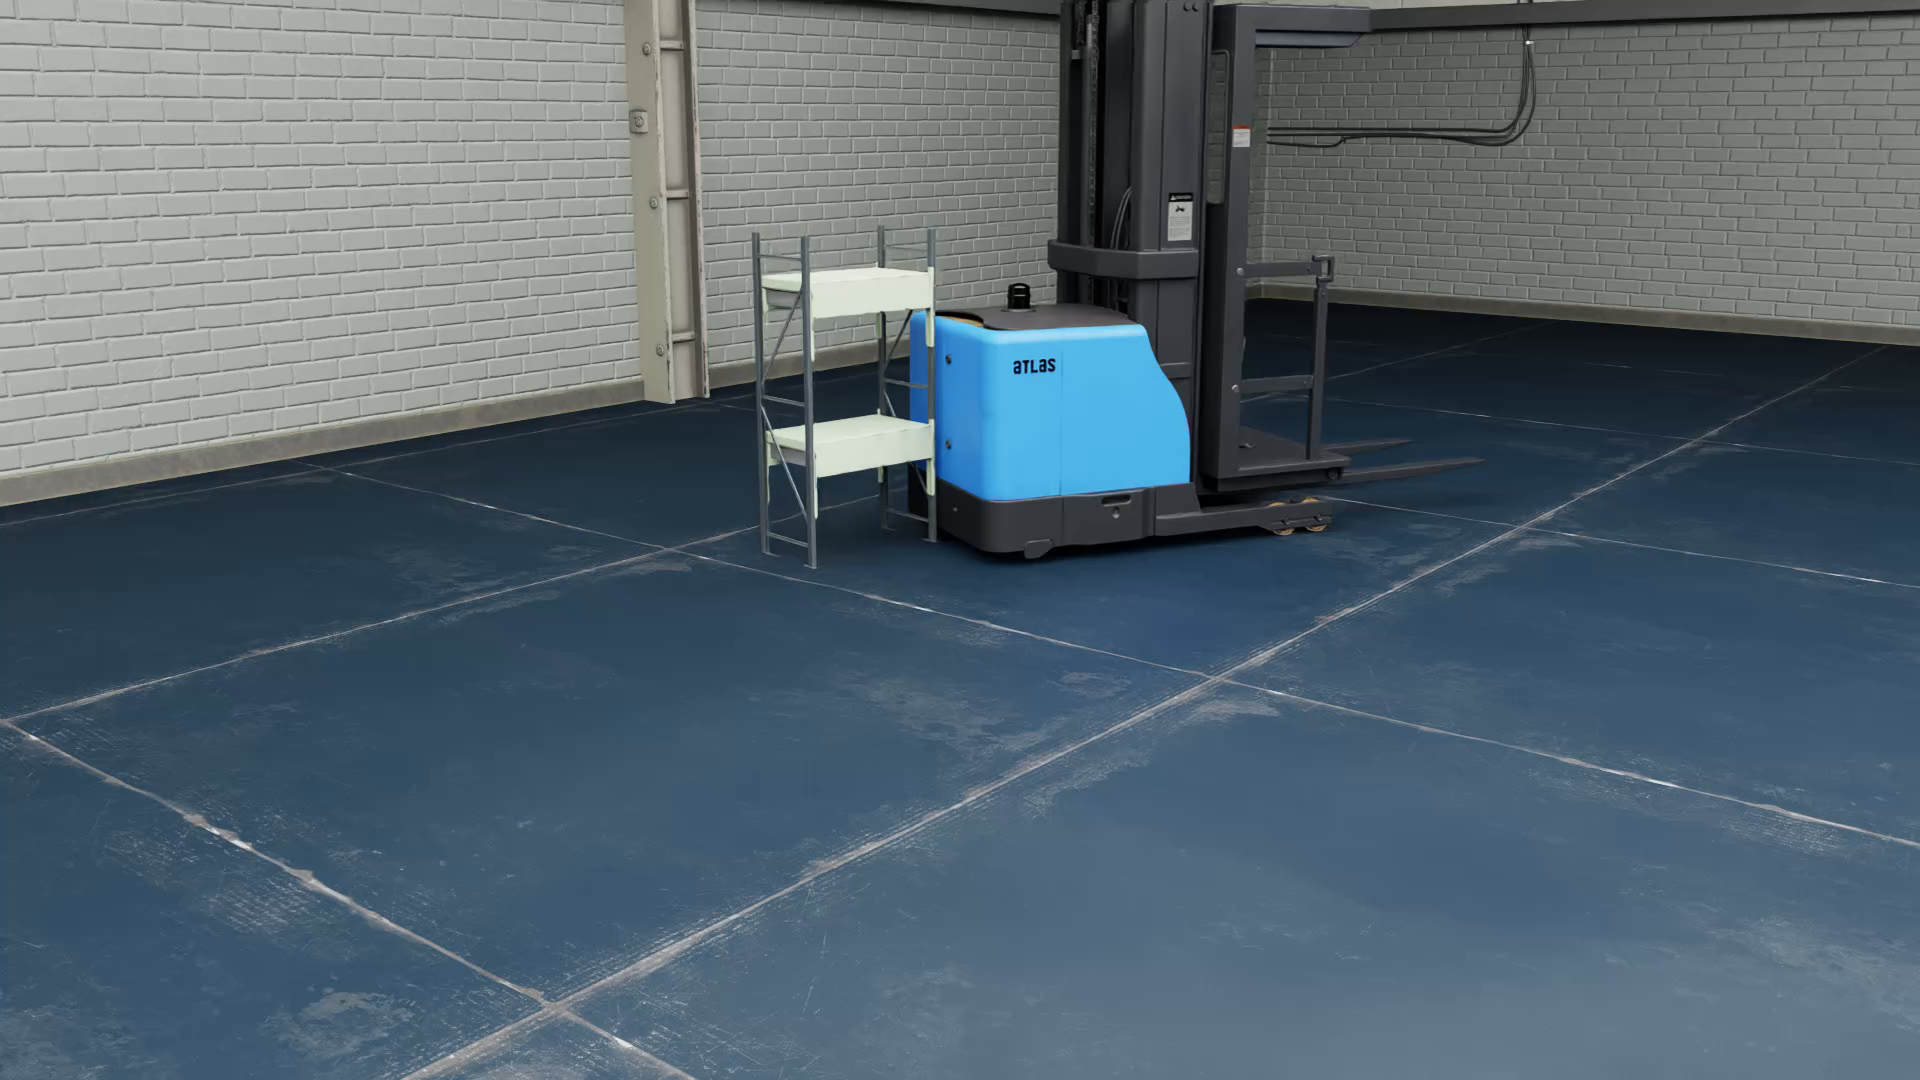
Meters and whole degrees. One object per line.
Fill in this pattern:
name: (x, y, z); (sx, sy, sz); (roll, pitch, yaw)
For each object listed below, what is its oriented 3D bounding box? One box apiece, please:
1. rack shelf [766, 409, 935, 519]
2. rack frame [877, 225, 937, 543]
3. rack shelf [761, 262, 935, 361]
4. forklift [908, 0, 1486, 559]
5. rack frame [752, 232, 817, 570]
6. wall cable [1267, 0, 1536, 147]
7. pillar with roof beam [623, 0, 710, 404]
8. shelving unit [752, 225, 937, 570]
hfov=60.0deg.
rack shelf: (-0.527, -0.372, 7.864); (0.720, 0.370, 0.431); (-13, 19, -41)
rack frame: (-0.256, -0.748, 8.023); (0.023, 1.500, 0.400); (-13, 19, -41)
rack shelf: (-0.527, -1.066, 7.688); (0.720, 0.370, 0.431); (-13, 19, -41)
forklift: (1.299, -1.553, 8.282); (3.031, 2.935, 1.130); (-6, 16, -23)
rack frame: (-0.797, -0.627, 7.545); (0.023, 1.500, 0.400); (-13, 19, -41)
wall cable: (4.564, -5.408, 17.443); (3.097, 2.526, 0.112); (11, 18, 38)
pillar with roof beam: (1.262, -4.739, 8.500); (9.100, 9.000, 0.400); (11, 18, 38)
shelving unit: (-0.527, -0.688, 7.784); (0.755, 1.500, 0.431); (-13, 19, -41)
